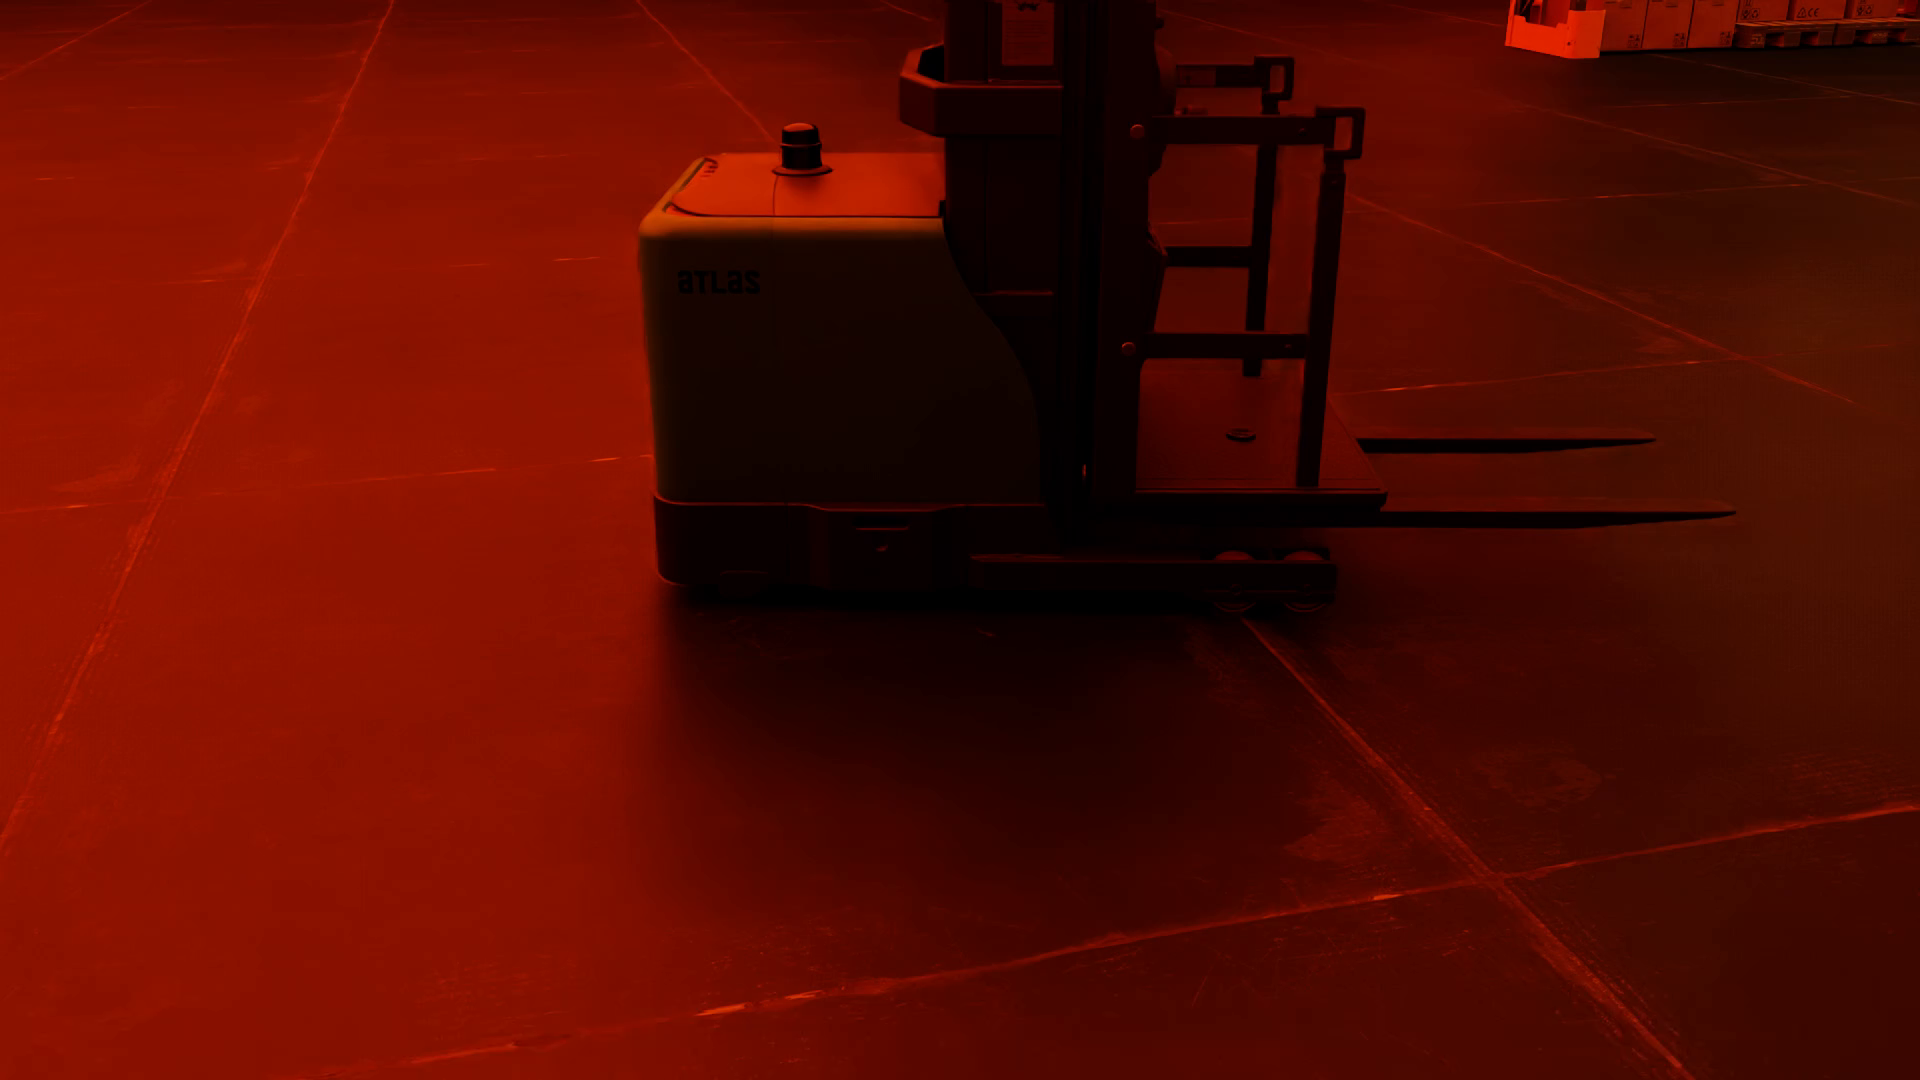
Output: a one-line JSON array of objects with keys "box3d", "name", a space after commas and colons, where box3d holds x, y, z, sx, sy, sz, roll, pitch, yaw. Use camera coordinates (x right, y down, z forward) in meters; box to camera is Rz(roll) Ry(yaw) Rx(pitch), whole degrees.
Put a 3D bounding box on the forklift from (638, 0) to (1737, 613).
[{"box3d": [0.673, -1.359, 4.502, 3.031, 2.935, 1.130, 0, 23, 1], "name": "forklift"}]
